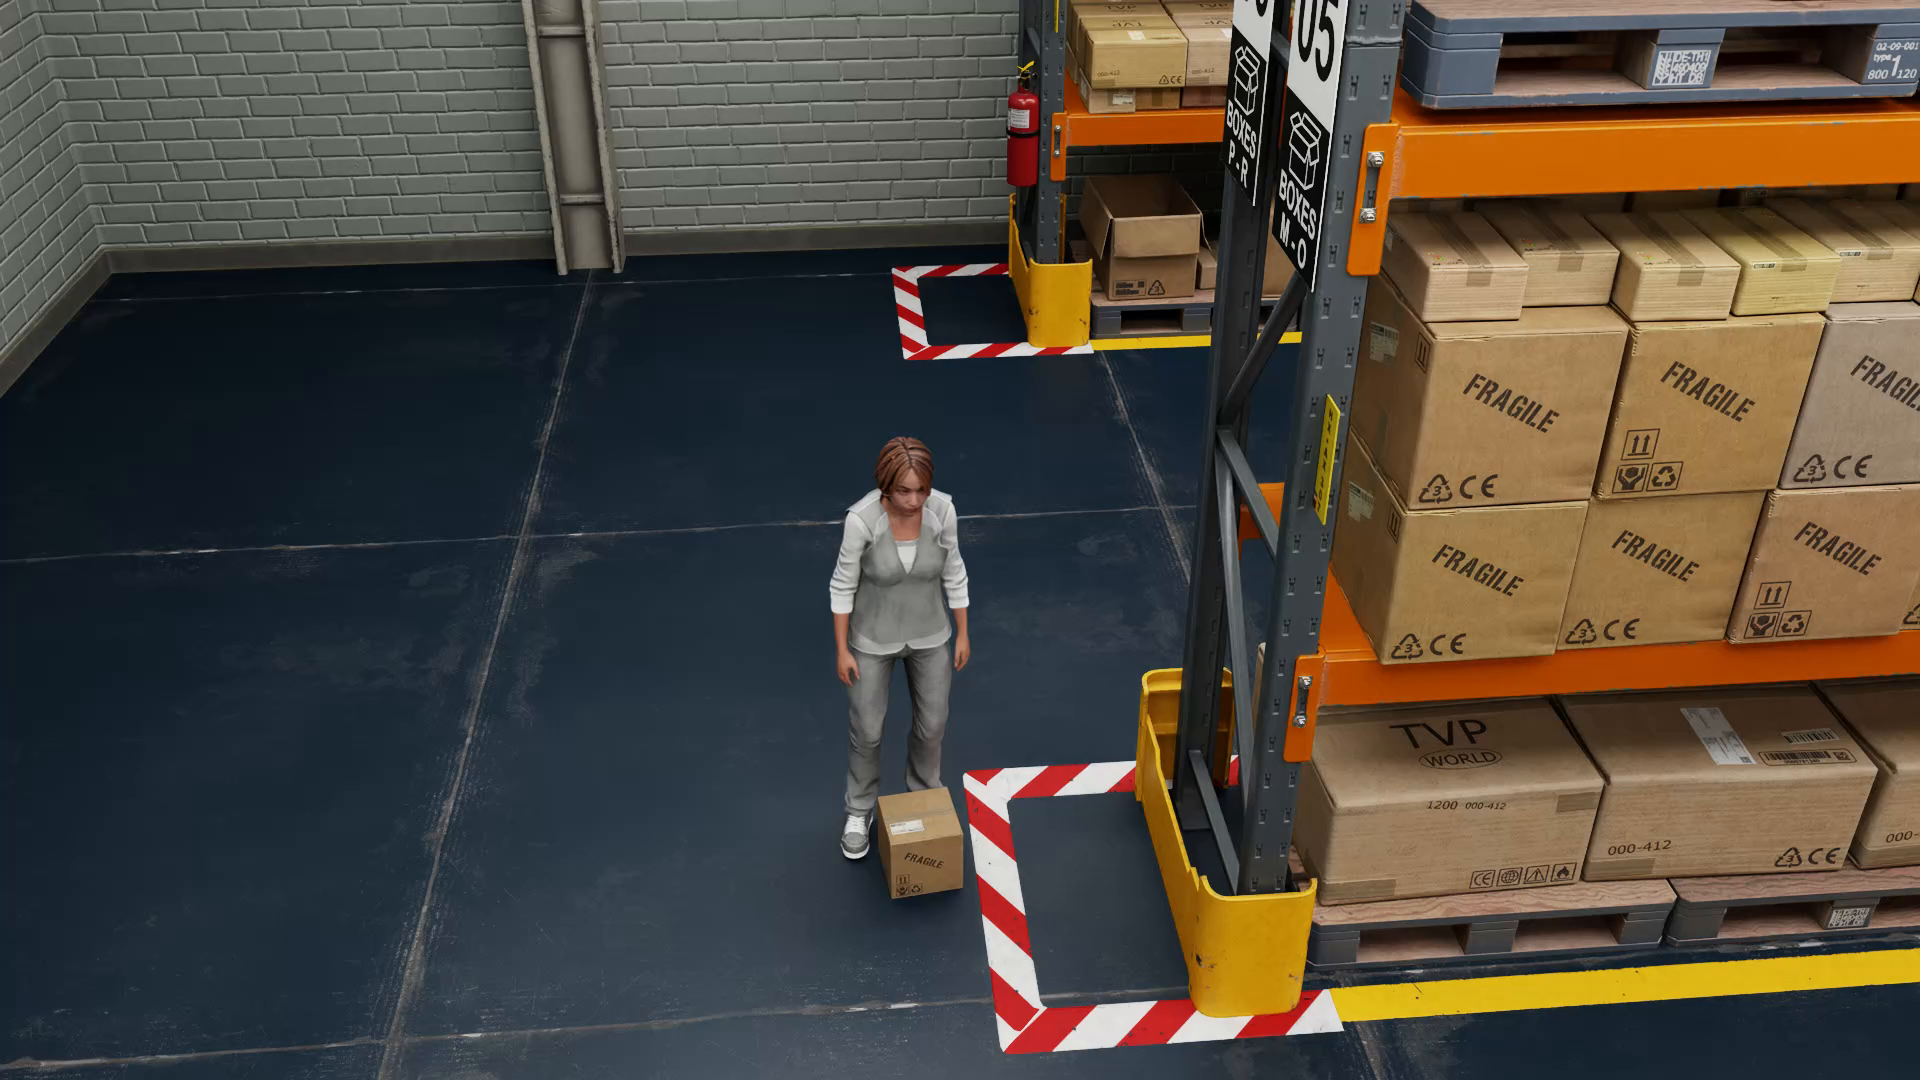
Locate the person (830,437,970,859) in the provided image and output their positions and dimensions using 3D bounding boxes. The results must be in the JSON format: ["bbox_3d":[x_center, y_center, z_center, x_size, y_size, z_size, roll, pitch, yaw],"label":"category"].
[{"bbox_3d":[-0.203,0.369,5.592,0.484,1.542,0.341,-8,32,-12],"label":"person"}]
